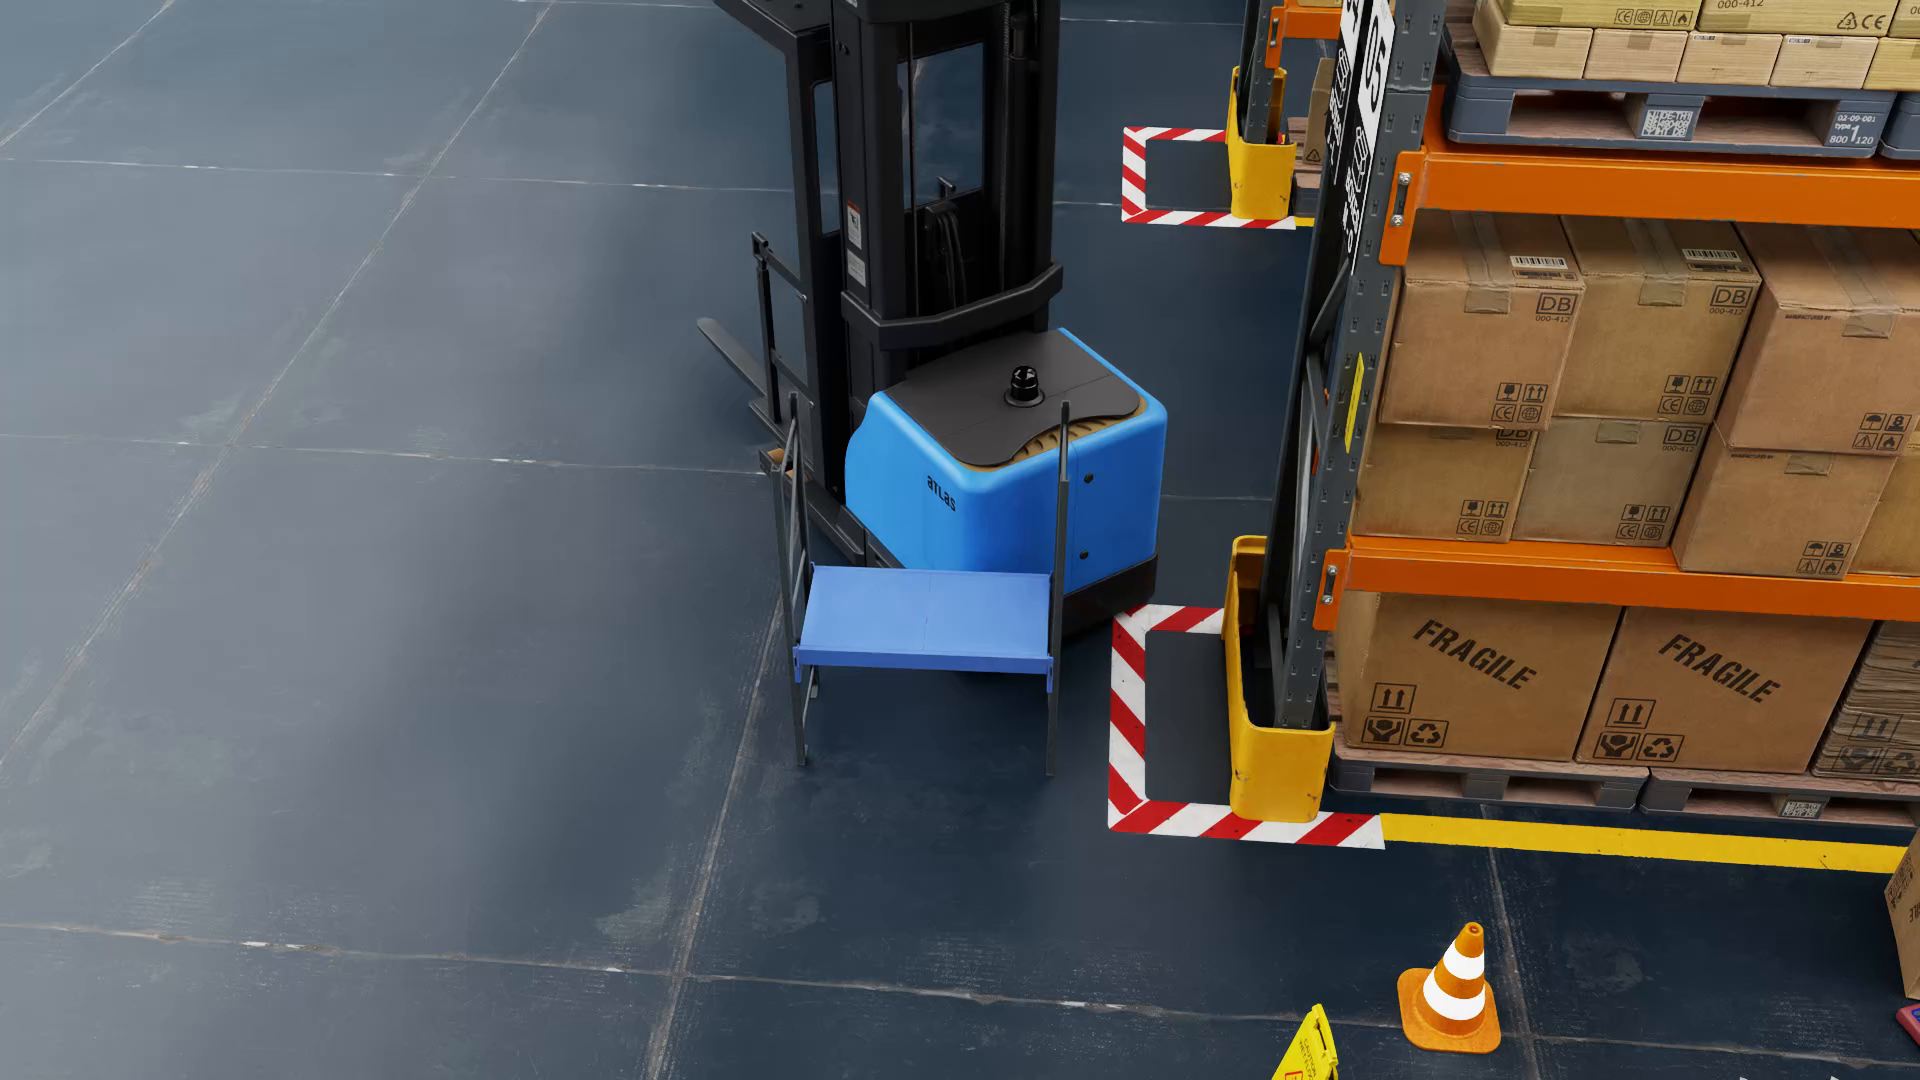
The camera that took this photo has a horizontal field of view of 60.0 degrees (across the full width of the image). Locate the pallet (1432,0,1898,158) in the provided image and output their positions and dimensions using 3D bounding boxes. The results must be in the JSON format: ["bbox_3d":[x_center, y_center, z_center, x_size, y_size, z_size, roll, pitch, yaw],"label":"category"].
[{"bbox_3d":[2.057,-1.515,5.100,1.213,0.211,1.003,3,39,4],"label":"pallet"}]

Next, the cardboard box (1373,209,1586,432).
[{"bbox_3d":[1.684,-0.852,5.617,0.550,0.550,0.875,3,39,4],"label":"cardboard box"}]

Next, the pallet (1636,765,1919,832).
[{"bbox_3d":[3.333,0.724,6.864,1.213,0.211,1.003,3,39,4],"label":"pallet"}]

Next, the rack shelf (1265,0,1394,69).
[{"bbox_3d":[3.839,-3.146,9.979,4.000,0.370,1.077,3,39,4],"label":"rack shelf"}]

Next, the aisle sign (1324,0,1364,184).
[{"bbox_3d":[1.273,-1.621,5.476,0.004,0.787,0.394,3,39,4],"label":"aisle sign"}]

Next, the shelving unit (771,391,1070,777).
[{"bbox_3d":[-0.128,0.201,6.485,1.048,1.500,0.538,2,39,3],"label":"shelving unit"}]

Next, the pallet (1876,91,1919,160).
[{"bbox_3d":[3.276,-1.450,5.020,1.213,0.211,1.003,3,39,4],"label":"pallet"}]

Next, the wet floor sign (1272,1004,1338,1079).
[{"bbox_3d":[1.118,1.737,5.275,0.232,0.644,0.267,-3,39,-4],"label":"wet floor sign"}]

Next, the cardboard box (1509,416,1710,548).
[{"bbox_3d":[2.241,-0.470,6.003,0.550,0.550,0.875,3,39,4],"label":"cardboard box"}]

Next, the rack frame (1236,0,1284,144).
[{"bbox_3d":[1.846,-3.534,9.886,0.127,3.000,1.000,3,39,4],"label":"rack frame"}]

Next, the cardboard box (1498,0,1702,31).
[{"bbox_3d":[1.776,-1.654,4.672,0.500,0.250,0.500,3,39,4],"label":"cardboard box"}]

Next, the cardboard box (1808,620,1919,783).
[{"bbox_3d":[3.784,0.334,6.484,0.875,0.875,0.875,3,39,4],"label":"cardboard box"}]

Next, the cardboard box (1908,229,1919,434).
[{"bbox_3d":[3.325,-0.817,5.574,0.500,0.550,0.875,3,39,4],"label":"cardboard box"}]

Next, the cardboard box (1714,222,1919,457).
[{"bbox_3d":[2.786,-0.764,5.509,0.550,0.550,0.875,3,39,4],"label":"cardboard box"}]

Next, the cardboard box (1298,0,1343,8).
[{"bbox_3d":[2.109,-3.271,9.762,0.250,0.149,0.380,3,39,4],"label":"cardboard box"}]

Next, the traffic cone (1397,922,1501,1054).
[{"bbox_3d":[1.724,1.486,5.728,0.334,0.463,0.336,3,39,4],"label":"traffic cone"}]

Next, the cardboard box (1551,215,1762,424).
[{"bbox_3d":[2.240,-0.880,5.652,0.550,0.550,0.875,3,39,4],"label":"cardboard box"}]

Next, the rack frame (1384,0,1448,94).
[{"bbox_3d":[1.317,-2.747,4.166,0.127,3.000,1.000,3,39,4],"label":"rack frame"}]

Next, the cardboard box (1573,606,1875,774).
[{"bbox_3d":[2.875,0.283,6.547,0.875,0.875,0.875,3,39,3],"label":"cardboard box"}]

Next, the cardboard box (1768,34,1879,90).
[{"bbox_3d":[2.387,-1.426,4.708,0.250,0.149,0.380,3,39,4],"label":"cardboard box"}]

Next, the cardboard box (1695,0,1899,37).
[{"bbox_3d":[2.282,-1.627,4.639,0.500,0.250,0.500,3,39,3],"label":"cardboard box"}]

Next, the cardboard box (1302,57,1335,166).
[{"bbox_3d":[2.467,-2.683,10.488,0.500,0.500,0.500,10,40,12],"label":"cardboard box"}]

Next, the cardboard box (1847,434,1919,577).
[{"bbox_3d":[3.319,-0.358,5.865,0.500,0.550,0.875,3,39,4],"label":"cardboard box"}]

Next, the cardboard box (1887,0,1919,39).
[{"bbox_3d":[2.785,-1.600,4.606,0.500,0.250,0.500,3,39,3],"label":"cardboard box"}]

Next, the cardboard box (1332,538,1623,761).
[{"bbox_3d":[1.999,0.237,6.604,0.875,0.875,0.875,3,39,4],"label":"cardboard box"}]

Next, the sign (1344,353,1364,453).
[{"bbox_3d":[1.264,-0.438,5.333,0.005,0.325,0.100,3,39,4],"label":"sign"}]

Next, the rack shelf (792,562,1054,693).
[{"bbox_3d":[-0.128,0.341,6.599,1.000,0.185,0.538,2,39,3],"label":"rack shelf"}]

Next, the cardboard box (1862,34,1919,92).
[{"bbox_3d":[2.637,-1.412,4.690,0.250,0.149,0.380,3,39,4],"label":"cardboard box"}]

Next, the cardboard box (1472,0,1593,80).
[{"bbox_3d":[1.631,-1.467,4.758,0.250,0.149,0.380,3,39,4],"label":"cardboard box"}]

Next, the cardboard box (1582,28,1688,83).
[{"bbox_3d":[1.885,-1.454,4.741,0.250,0.149,0.380,3,39,4],"label":"cardboard box"}]

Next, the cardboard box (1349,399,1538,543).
[{"bbox_3d":[1.691,-0.486,6.023,0.550,0.550,0.875,3,39,4],"label":"cardboard box"}]

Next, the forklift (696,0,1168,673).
[{"bbox_3d":[-0.336,-1.468,7.402,1.130,2.935,3.031,-22,44,-25],"label":"forklift"}]

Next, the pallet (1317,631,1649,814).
[{"bbox_3d":[2.121,0.656,6.947,1.213,0.211,1.003,3,39,4],"label":"pallet"}]

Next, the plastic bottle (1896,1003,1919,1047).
[{"bbox_3d":[3.386,1.735,5.741,0.133,0.061,0.283,-10,40,-12],"label":"plastic bottle"}]

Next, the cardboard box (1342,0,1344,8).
[{"bbox_3d":[2.357,-3.245,9.730,0.250,0.149,0.380,3,39,4],"label":"cardboard box"}]

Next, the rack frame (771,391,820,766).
[{"bbox_3d":[-0.636,0.183,6.508,0.032,1.500,0.500,2,39,3],"label":"rack frame"}]

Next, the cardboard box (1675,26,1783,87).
[{"bbox_3d":[2.135,-1.440,4.724,0.250,0.149,0.380,3,39,4],"label":"cardboard box"}]

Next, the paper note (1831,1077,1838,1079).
[{"bbox_3d":[3.012,1.859,5.629,0.123,0.001,0.032,24,45,26],"label":"paper note"}]

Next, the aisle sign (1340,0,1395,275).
[{"bbox_3d":[1.221,-1.243,5.012,0.004,0.787,0.394,3,39,4],"label":"aisle sign"}]

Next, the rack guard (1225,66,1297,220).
[{"bbox_3d":[1.922,-2.560,10.670,0.348,0.500,1.175,3,39,4],"label":"rack guard"}]

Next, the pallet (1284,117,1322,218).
[{"bbox_3d":[2.728,-2.382,10.679,1.213,0.211,1.003,3,39,4],"label":"pallet"}]

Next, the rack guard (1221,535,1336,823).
[{"bbox_3d":[1.293,0.548,6.851,0.348,0.500,1.175,3,39,4],"label":"rack guard"}]

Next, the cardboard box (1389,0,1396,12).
[{"bbox_3d":[2.605,-3.222,9.702,0.250,0.149,0.380,3,39,4],"label":"cardboard box"}]

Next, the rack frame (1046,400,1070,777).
[{"bbox_3d":[0.379,0.220,6.462,0.032,1.500,0.500,2,39,3],"label":"rack frame"}]

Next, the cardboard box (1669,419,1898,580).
[{"bbox_3d":[2.788,-0.361,5.869,0.550,0.550,0.875,3,39,4],"label":"cardboard box"}]

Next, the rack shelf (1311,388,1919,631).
[{"bbox_3d":[3.310,-0.032,6.153,4.000,0.370,1.077,3,39,4],"label":"rack shelf"}]

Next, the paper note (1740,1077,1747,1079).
[{"bbox_3d":[2.692,1.883,5.584,0.142,0.017,0.144,16,42,19],"label":"paper note"}]

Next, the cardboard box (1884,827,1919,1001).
[{"bbox_3d":[3.667,1.327,5.892,0.500,0.500,0.500,10,40,12],"label":"cardboard box"}]

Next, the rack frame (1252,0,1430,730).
[{"bbox_3d":[1.317,-0.420,6.060,0.127,3.000,1.000,3,39,4],"label":"rack frame"}]

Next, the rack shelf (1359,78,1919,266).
[{"bbox_3d":[3.310,-1.195,5.207,4.000,0.370,1.077,3,39,4],"label":"rack shelf"}]
